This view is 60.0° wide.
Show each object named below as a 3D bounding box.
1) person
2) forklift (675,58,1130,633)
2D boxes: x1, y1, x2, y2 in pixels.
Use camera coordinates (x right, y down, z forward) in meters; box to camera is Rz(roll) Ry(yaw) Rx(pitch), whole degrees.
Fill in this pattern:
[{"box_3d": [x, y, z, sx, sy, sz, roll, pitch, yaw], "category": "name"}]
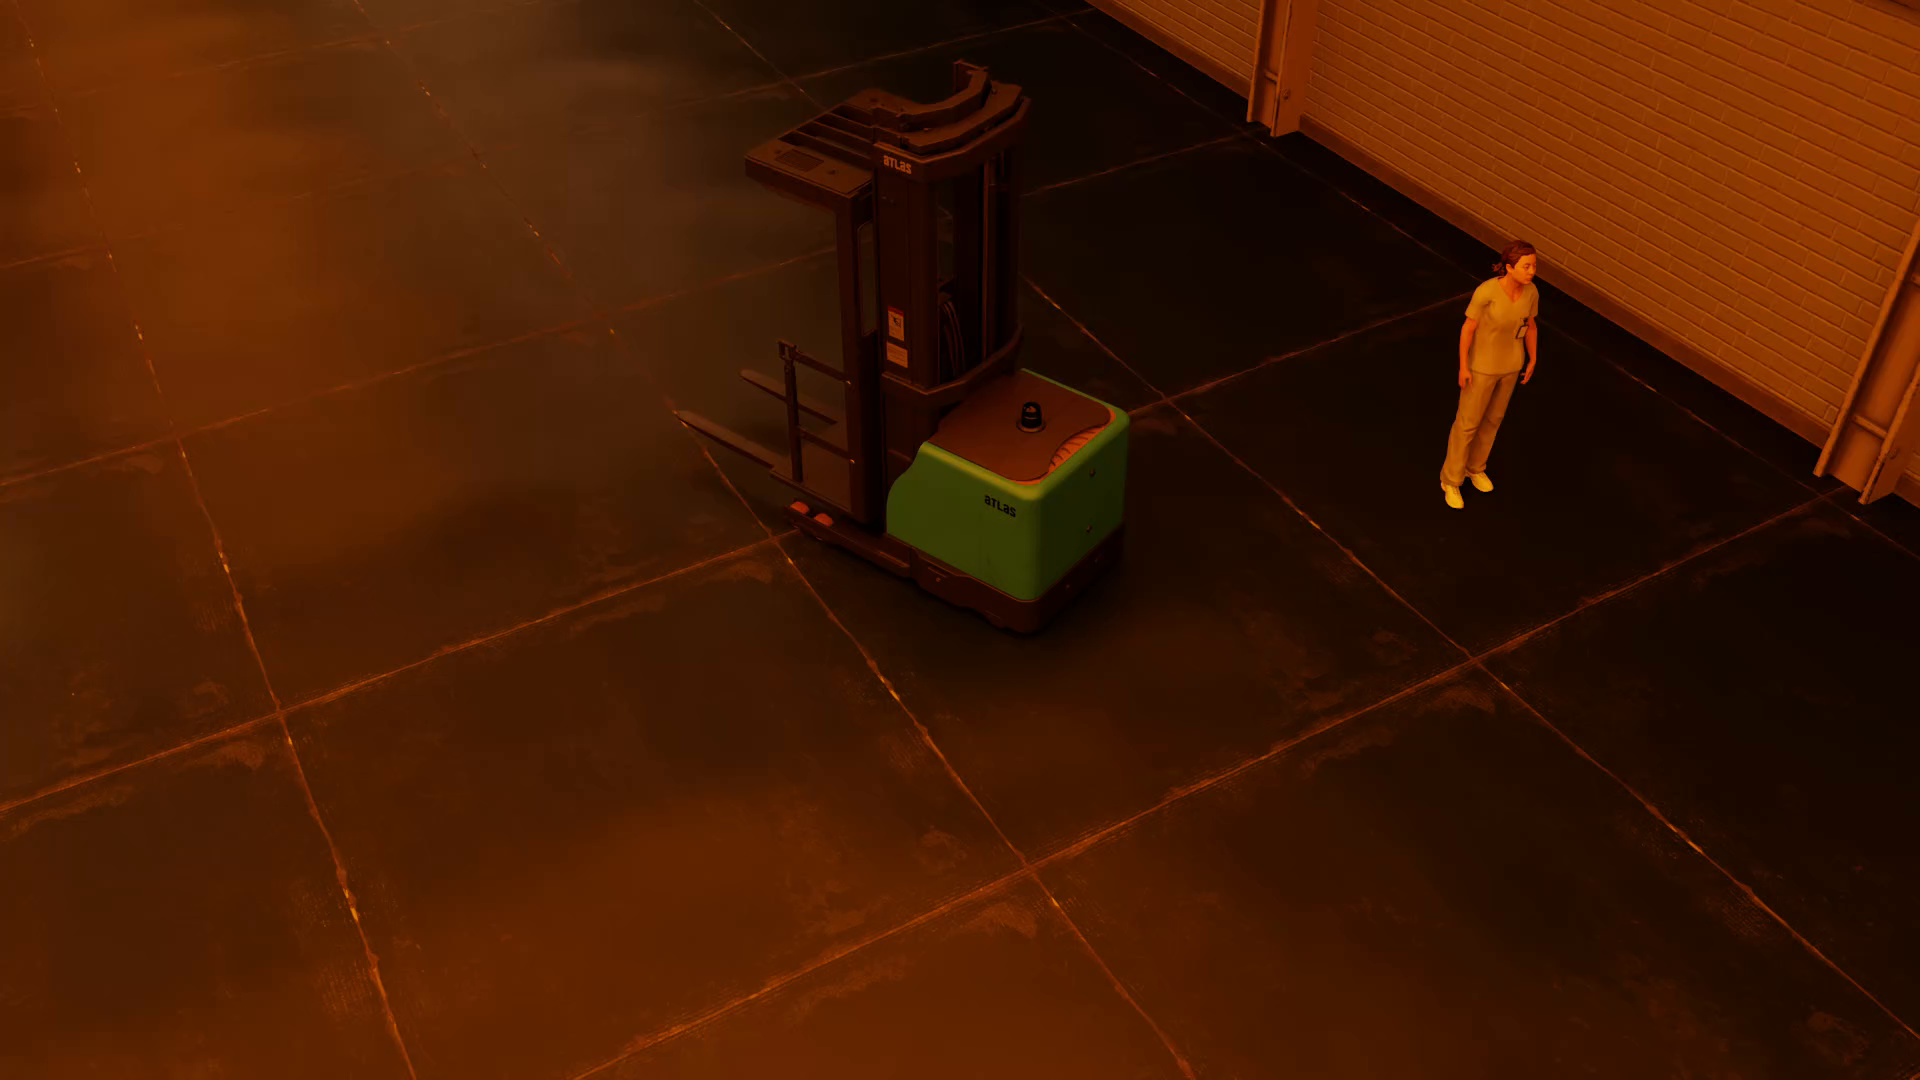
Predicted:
[{"box_3d": [3.316, -1.029, 10.249, 0.547, 1.675, 0.551, -10, 41, -12], "category": "person"}, {"box_3d": [-0.481, -1.366, 9.683, 3.031, 2.935, 1.130, 26, 46, 28], "category": "forklift"}]
